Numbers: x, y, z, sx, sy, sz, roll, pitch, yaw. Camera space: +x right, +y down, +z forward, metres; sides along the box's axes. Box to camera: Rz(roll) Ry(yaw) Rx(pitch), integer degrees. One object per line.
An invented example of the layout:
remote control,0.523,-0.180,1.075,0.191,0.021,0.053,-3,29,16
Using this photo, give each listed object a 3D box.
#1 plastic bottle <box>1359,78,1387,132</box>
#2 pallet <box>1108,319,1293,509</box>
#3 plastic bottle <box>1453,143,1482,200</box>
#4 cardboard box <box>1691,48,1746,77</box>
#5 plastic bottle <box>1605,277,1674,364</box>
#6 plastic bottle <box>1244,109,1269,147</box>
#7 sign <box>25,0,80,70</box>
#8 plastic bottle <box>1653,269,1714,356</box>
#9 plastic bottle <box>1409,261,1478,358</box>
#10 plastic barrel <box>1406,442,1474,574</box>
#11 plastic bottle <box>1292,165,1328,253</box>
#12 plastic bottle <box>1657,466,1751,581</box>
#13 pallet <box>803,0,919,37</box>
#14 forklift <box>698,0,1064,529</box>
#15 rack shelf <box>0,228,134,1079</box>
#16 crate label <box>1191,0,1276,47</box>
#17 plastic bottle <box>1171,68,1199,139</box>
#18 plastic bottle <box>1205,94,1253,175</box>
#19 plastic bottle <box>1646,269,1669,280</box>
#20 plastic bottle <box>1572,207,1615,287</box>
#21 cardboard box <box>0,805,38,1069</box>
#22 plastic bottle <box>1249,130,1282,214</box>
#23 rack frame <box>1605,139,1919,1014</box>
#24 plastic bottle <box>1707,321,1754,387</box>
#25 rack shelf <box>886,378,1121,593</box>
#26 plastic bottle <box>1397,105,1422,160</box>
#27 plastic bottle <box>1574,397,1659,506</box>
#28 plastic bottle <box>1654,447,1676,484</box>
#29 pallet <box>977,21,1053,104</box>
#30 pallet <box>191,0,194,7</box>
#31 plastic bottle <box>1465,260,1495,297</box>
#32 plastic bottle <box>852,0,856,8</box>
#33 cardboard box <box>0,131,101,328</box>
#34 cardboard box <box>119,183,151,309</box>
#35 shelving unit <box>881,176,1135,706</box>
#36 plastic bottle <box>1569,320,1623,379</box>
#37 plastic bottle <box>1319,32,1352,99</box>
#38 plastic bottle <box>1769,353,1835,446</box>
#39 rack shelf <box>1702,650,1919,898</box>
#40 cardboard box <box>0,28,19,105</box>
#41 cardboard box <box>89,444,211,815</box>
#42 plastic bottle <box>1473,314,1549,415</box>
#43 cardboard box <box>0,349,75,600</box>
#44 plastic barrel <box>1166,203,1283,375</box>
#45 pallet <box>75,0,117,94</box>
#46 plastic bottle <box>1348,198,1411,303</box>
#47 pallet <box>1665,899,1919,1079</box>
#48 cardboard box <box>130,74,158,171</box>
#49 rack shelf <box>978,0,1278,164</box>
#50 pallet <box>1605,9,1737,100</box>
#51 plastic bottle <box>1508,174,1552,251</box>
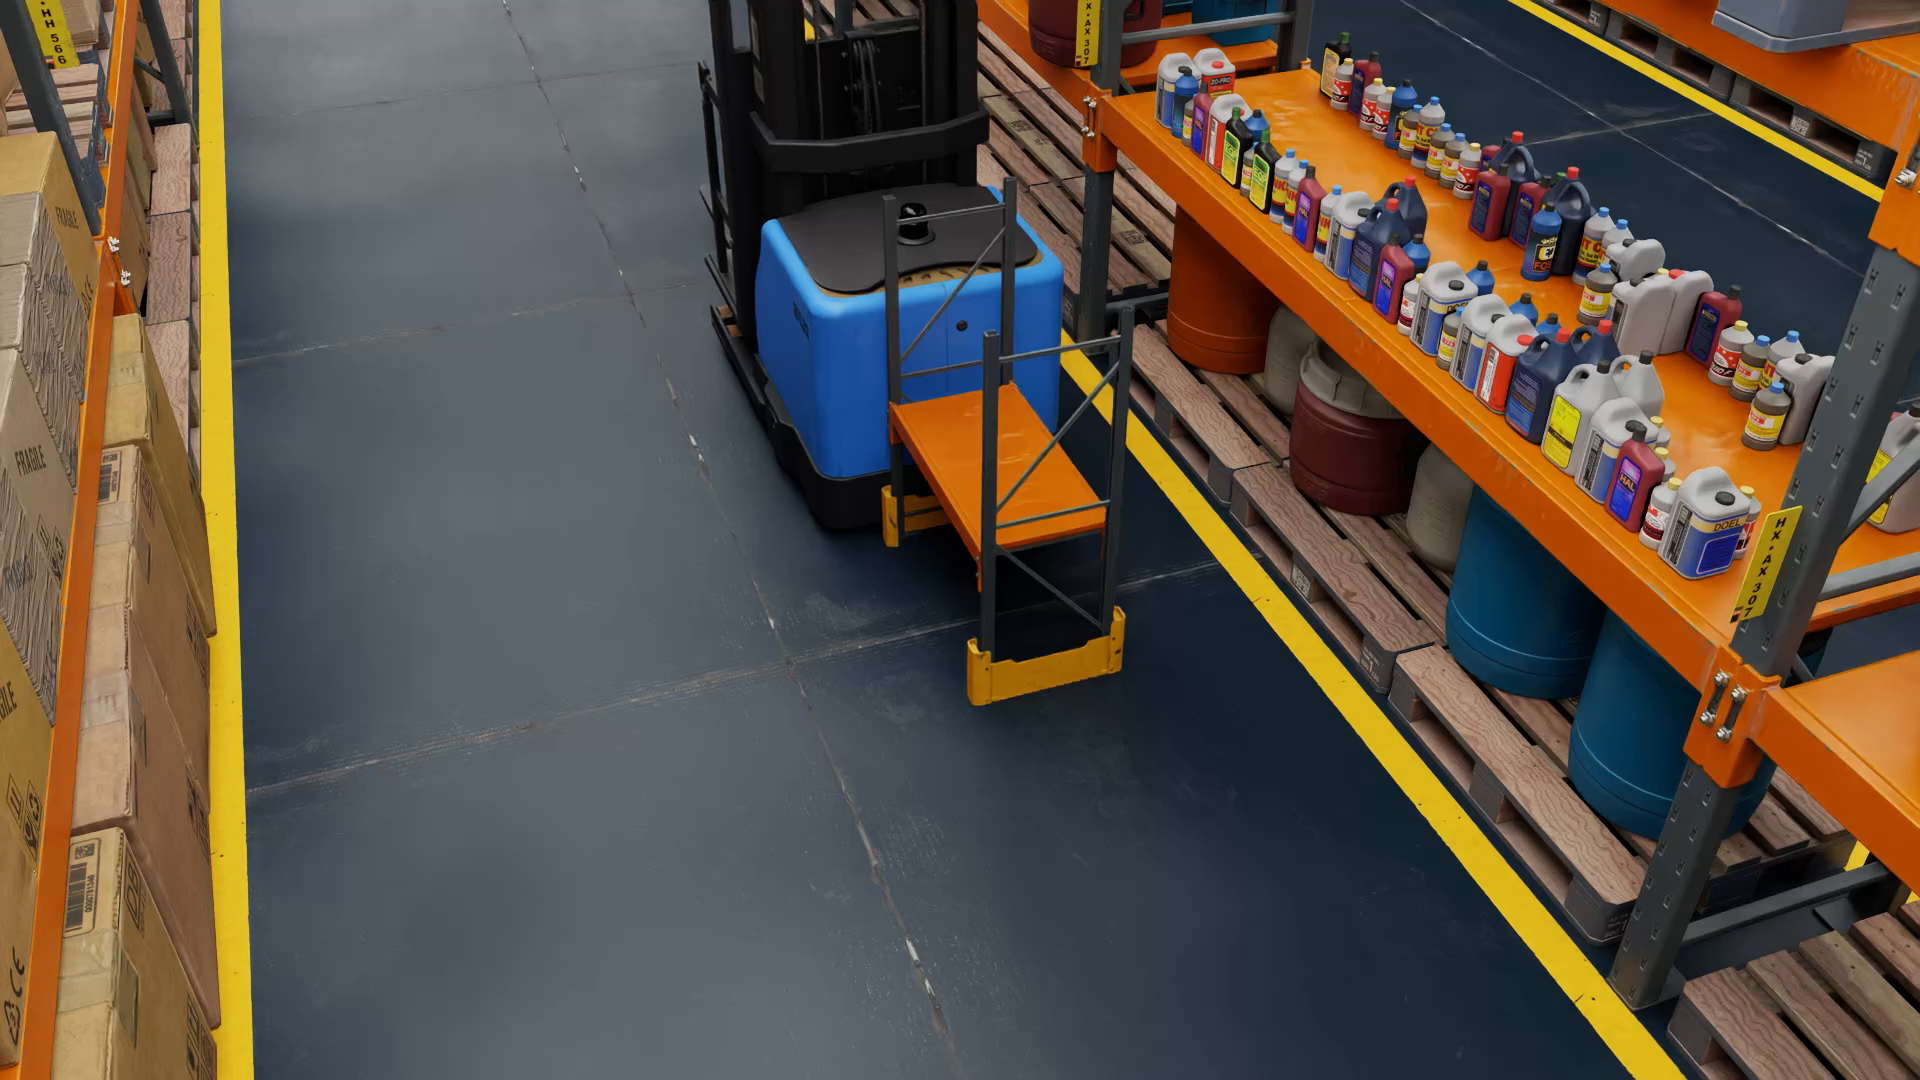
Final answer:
plastic bottle,1.692,-1.782,6.788,0.097,0.201,0.097,0,37,0
pallet,1.361,-0.650,7.438,1.003,0.211,1.213,-12,39,-16
plastic bottle,1.927,-1.397,6.277,0.097,0.201,0.097,0,37,0
cardboard box,4.942,-3.115,10.329,0.500,0.250,0.500,-12,39,-15
plastic bottle,2.164,-0.723,5.320,0.152,0.276,0.135,-12,39,-16
plastic bottle,1.126,-1.518,6.379,0.097,0.271,0.097,0,37,0
sign,-3.080,-1.755,5.624,0.100,0.325,0.005,-12,39,-16
plastic bottle,2.307,-0.755,5.362,0.152,0.276,0.135,-12,39,-16
plastic bottle,1.562,-0.746,5.350,0.152,0.276,0.135,-12,39,-16
plastic barrel,1.902,-0.163,6.193,0.421,0.512,0.421,0,37,0
plastic bottle,1.251,-1.181,5.921,0.061,0.283,0.133,-12,39,-16
plastic bottle,1.988,-0.047,4.423,0.152,0.276,0.135,-12,39,-16
pallet,-0.518,-3.735,11.533,1.003,0.211,1.213,-12,39,-16
forklift,-0.559,-2.103,7.106,1.130,2.935,3.031,-12,39,-16
rack shelf,-2.912,0.242,4.534,1.077,0.370,4.000,-12,39,-16
crate label,1.257,-2.449,7.648,0.303,0.233,0.416,-12,39,-16
plastic bottle,0.910,-1.767,6.709,0.097,0.271,0.097,0,37,0
plastic bottle,1.055,-1.578,6.456,0.152,0.276,0.135,-12,39,-16
plastic bottle,2.293,-0.796,5.479,0.097,0.201,0.097,0,37,0
plastic bottle,2.179,-1.010,5.705,0.097,0.271,0.097,0,37,0
cardboard box,-2.147,0.733,3.201,0.500,0.500,0.500,-12,39,-16
plastic bottle,1.138,-1.366,6.167,0.061,0.283,0.133,-12,39,-16
rack frame,2.427,0.059,4.179,1.000,3.000,0.127,-12,39,-16
plastic bottle,2.418,-0.590,5.205,0.097,0.201,0.097,0,37,0
rack shelf,0.138,-0.225,6.102,0.538,0.185,1.000,-12,39,-16
plastic bottle,1.793,-1.617,6.569,0.097,0.201,0.097,0,37,0
plastic bottle,1.862,-0.254,4.697,0.152,0.276,0.135,-12,39,-16
plastic bottle,1.933,-0.165,4.641,0.097,0.201,0.097,0,37,0
pallet,-0.019,-2.911,10.439,1.003,0.211,1.213,-12,39,-16
pallet,-6.080,-4.072,11.980,1.003,0.211,1.213,-12,39,-16
plastic bottle,1.673,-0.780,5.399,0.097,0.271,0.097,0,37,0
plastic bottle,-0.743,-3.659,11.074,0.097,0.201,0.097,0,37,0
cardboard box,-3.198,-0.988,5.485,0.500,0.500,0.500,-11,38,-15
cardboard box,-4.254,-1.356,7.770,0.700,0.500,0.500,-9,38,-12
shelving unit,0.141,-0.364,5.987,0.587,1.500,1.083,-12,39,-16
plastic bottle,1.875,-0.507,4.971,0.144,0.351,0.185,-12,39,-16
plastic bottle,1.590,-2.014,7.028,0.061,0.283,0.133,-12,39,-16
plastic bottle,2.499,-0.439,4.942,0.152,0.276,0.135,-12,39,-16
rack shelf,3.115,1.476,2.895,1.077,0.370,4.000,-12,39,-16
cardboard box,-4.109,-1.974,6.446,0.700,0.500,0.500,-7,38,-9
cardboard box,-3.083,0.405,5.136,1.225,0.875,0.875,-12,39,-16
plastic bottle,1.689,-0.539,5.075,0.152,0.276,0.135,-12,39,-16
cardboard box,-2.675,-0.125,4.339,0.500,0.500,0.500,-12,39,-15
plastic barrel,1.235,-1.229,7.343,0.600,0.830,0.708,-12,39,-16
pallet,-4.320,-2.208,7.348,1.003,0.211,1.213,-12,39,-16
plastic bottle,1.424,-0.995,5.619,0.144,0.351,0.185,-12,39,-16
pallet,2.716,1.580,4.477,1.003,0.211,1.213,-12,39,-16
cardboard box,-4.785,-2.261,8.970,0.700,0.500,0.500,-15,40,-19
rack shelf,0.362,-3.043,8.895,1.077,0.370,4.000,-12,39,-16
pallet,5.040,-3.272,10.918,1.003,0.211,1.213,-12,39,-16
plastic bottle,2.036,-1.176,5.915,0.061,0.283,0.133,-12,39,-16
